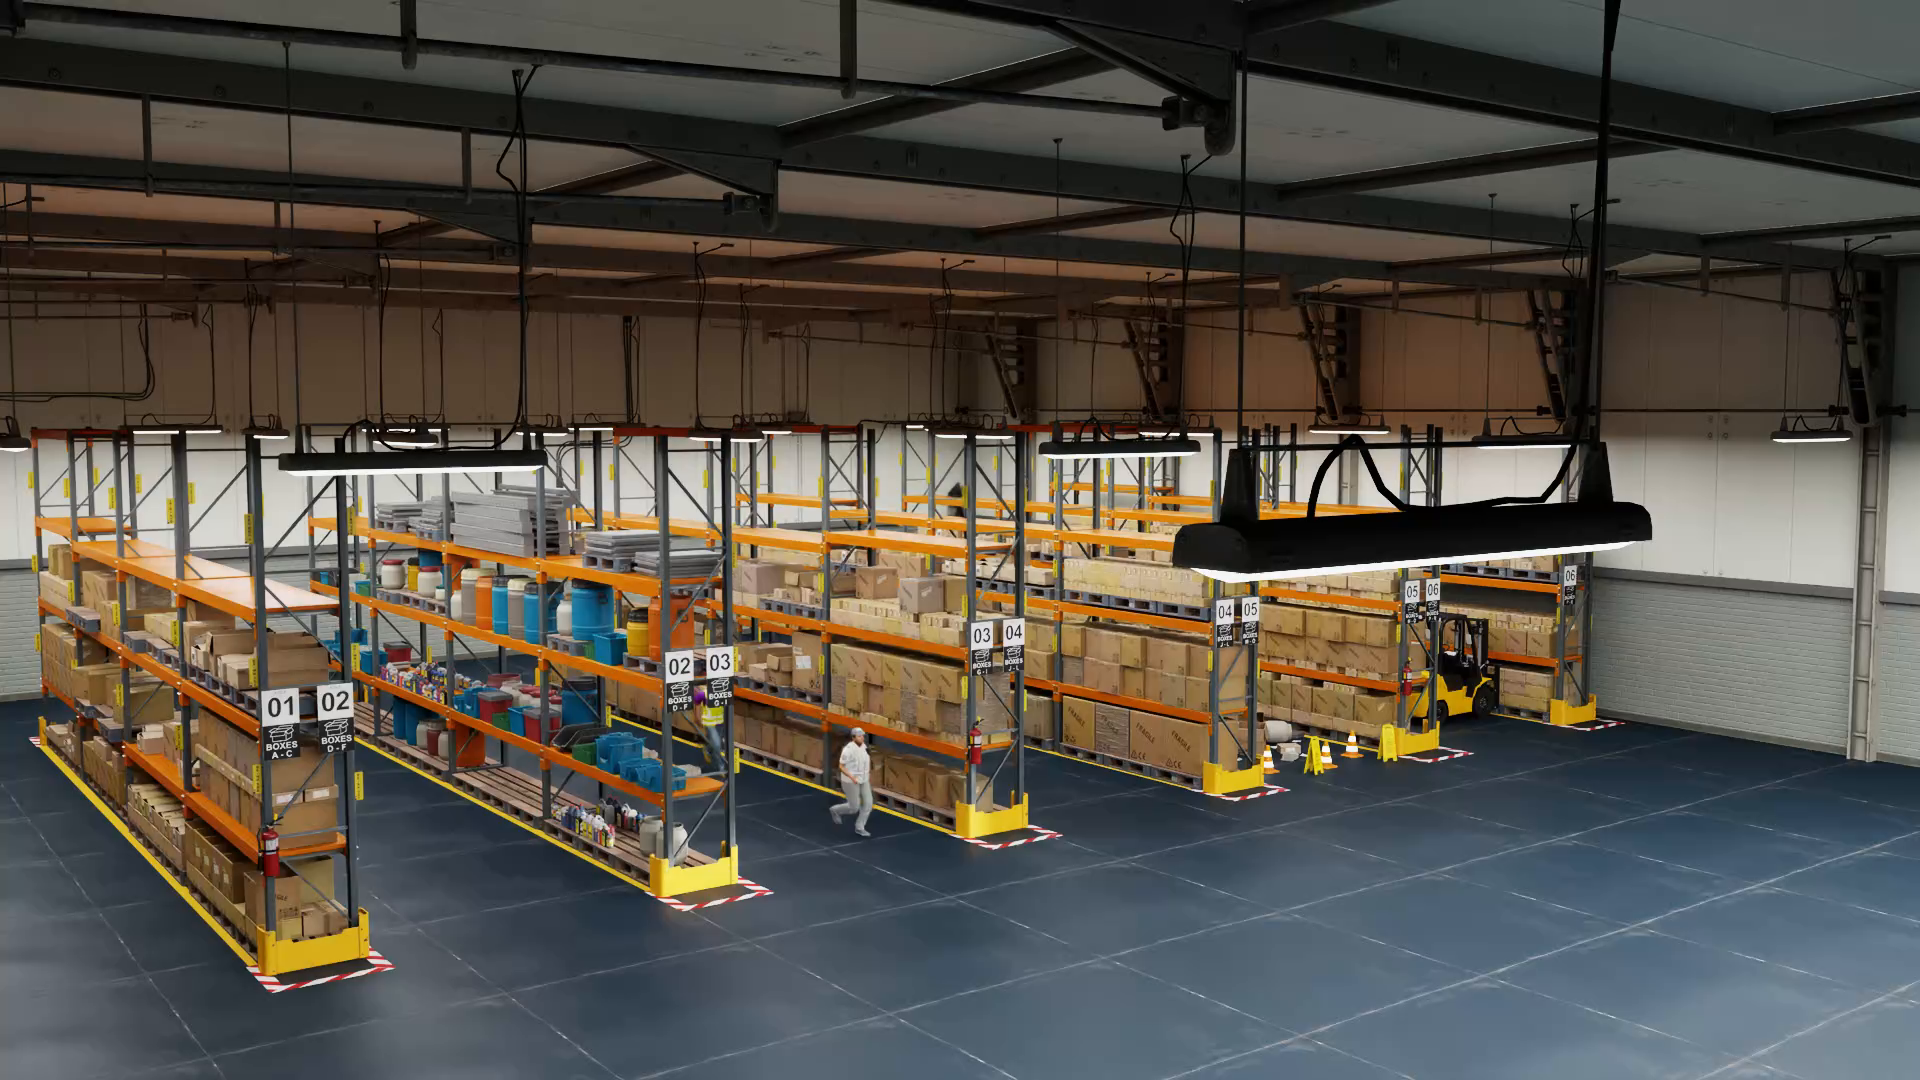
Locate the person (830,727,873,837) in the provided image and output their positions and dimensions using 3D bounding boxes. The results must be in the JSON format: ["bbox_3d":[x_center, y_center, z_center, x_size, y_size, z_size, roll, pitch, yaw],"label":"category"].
[{"bbox_3d":[-1.604,3.581,24.804,0.677,1.621,0.597,4,6,40],"label":"person"}]

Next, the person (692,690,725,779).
[{"bbox_3d":[-4.266,3.199,28.845,0.726,1.753,0.975,-3,5,-33],"label":"person"}]
